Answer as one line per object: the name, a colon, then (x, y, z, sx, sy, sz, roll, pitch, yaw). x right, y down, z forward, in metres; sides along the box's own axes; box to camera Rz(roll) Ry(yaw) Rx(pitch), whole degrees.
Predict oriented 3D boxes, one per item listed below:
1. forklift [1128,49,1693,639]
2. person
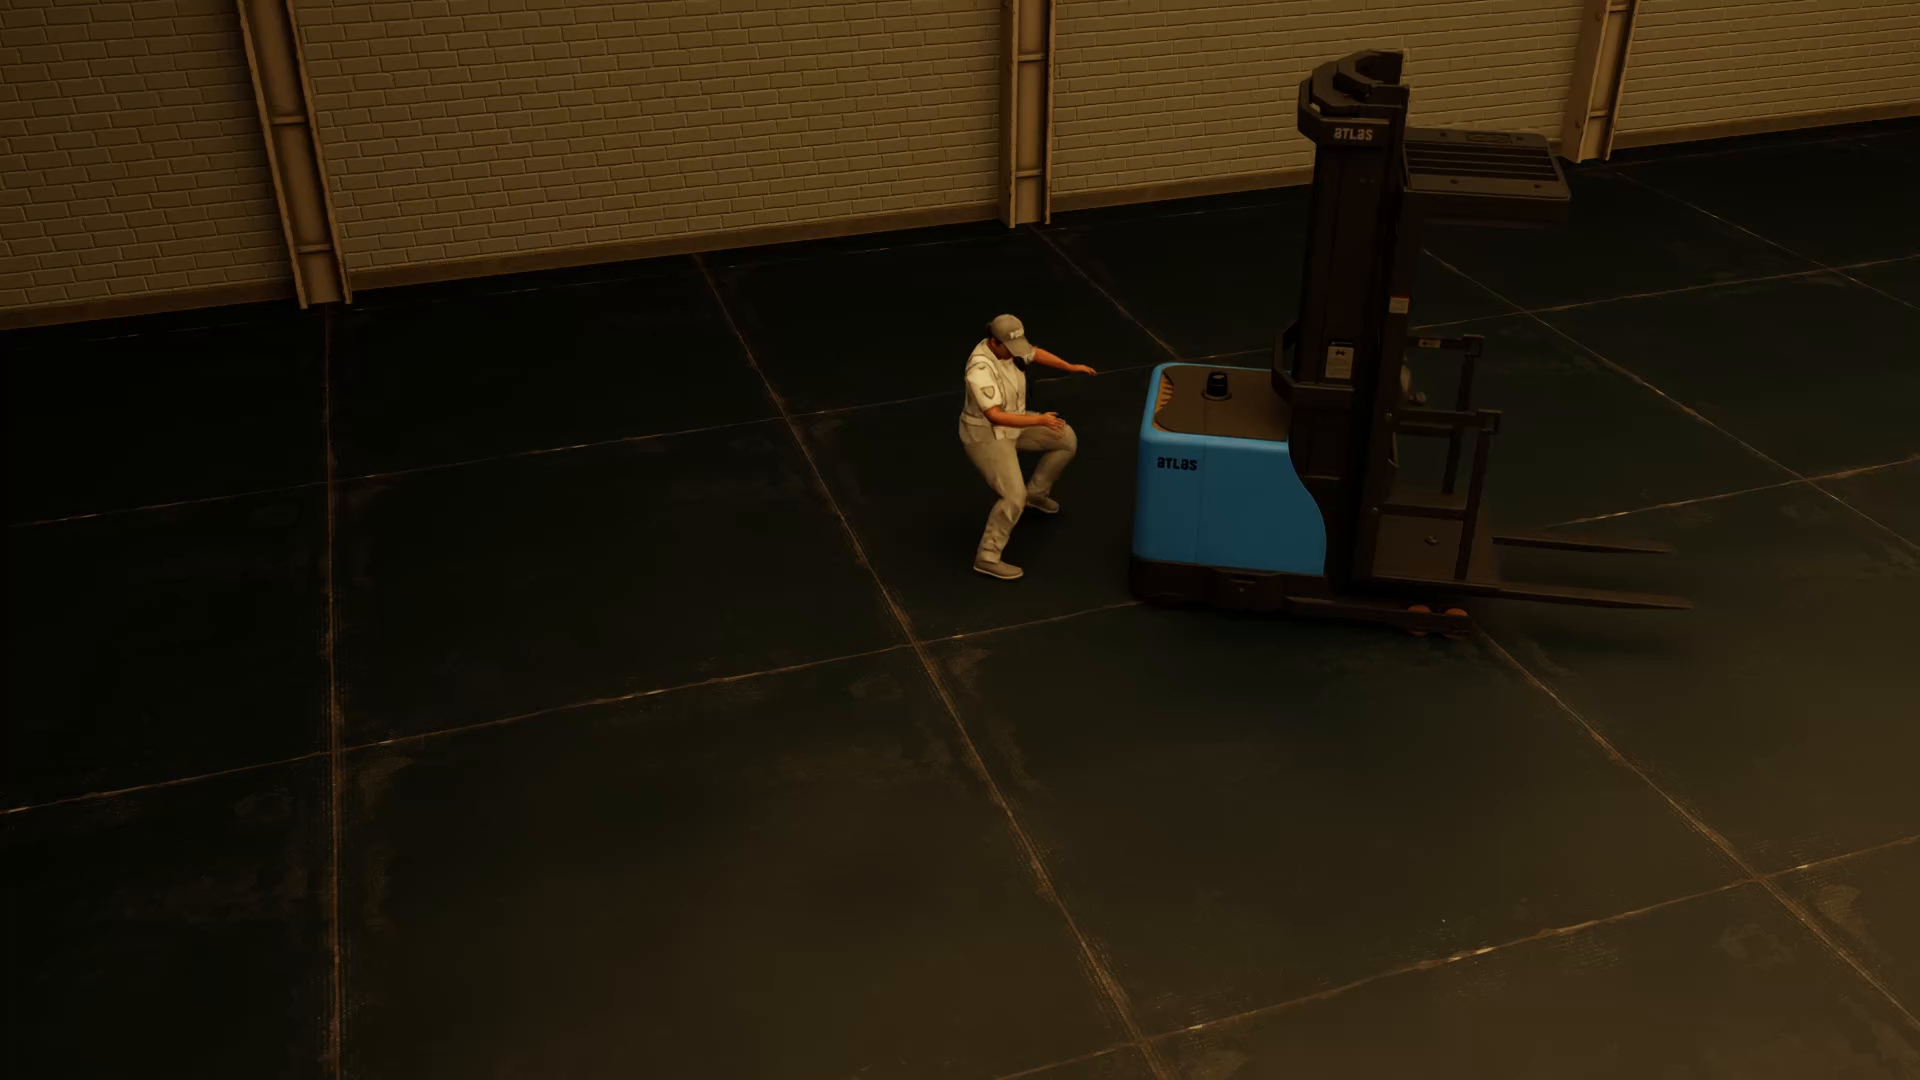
forklift: (2.518, -1.016, 8.852, 3.031, 2.935, 1.130, 5, 30, 9)
person: (0.359, -0.628, 9.663, 0.737, 1.451, 0.957, 17, 34, 27)
